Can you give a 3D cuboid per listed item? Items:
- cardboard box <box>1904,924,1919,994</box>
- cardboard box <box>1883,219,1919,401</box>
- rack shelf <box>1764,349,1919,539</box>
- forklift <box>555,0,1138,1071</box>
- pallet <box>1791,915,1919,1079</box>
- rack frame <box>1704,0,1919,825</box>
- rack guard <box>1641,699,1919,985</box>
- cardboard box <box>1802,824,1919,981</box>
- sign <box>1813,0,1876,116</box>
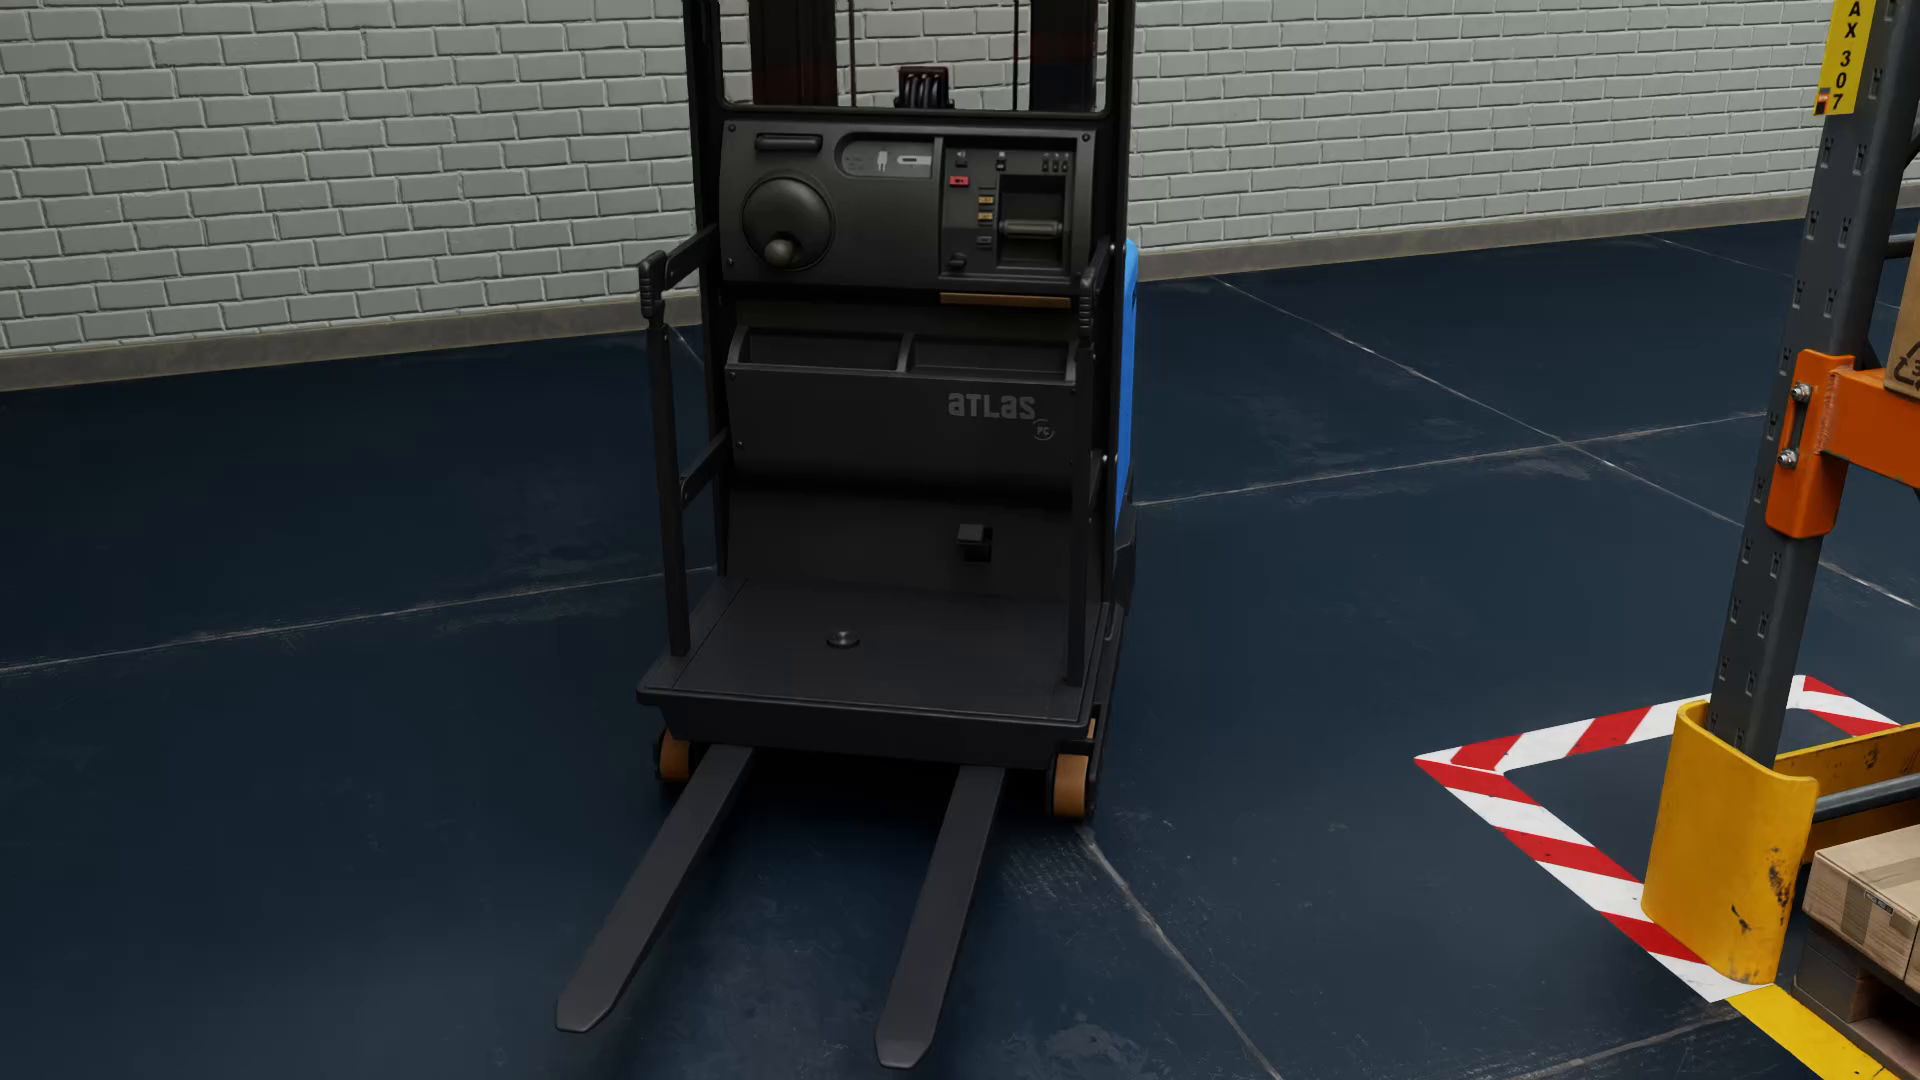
[{"bbox_3d":[2.020,0.790,3.096,0.380,0.166,0.250,-8,24,-19],"label":"cardboard box"},{"bbox_3d":[2.015,-0.452,2.832,0.500,0.500,0.500,-8,24,-18],"label":"cardboard box"},{"bbox_3d":[2.811,0.455,1.735,1.077,0.370,4.000,-8,24,-19],"label":"rack shelf"},{"bbox_3d":[-0.168,-0.808,3.894,1.130,2.935,3.031,4,23,9],"label":"forklift"},{"bbox_3d":[2.414,0.999,3.109,1.003,0.211,1.213,-8,24,-19],"label":"pallet"},{"bbox_3d":[2.105,-0.603,3.319,1.000,3.000,0.127,-8,24,-19],"label":"rack frame"},{"bbox_3d":[2.132,0.576,3.739,1.175,0.500,0.348,-8,24,-19],"label":"rack guard"},{"bbox_3d":[1.931,0.707,3.315,0.380,0.149,0.250,-8,24,-19],"label":"cardboard box"},{"bbox_3d":[1.597,-0.928,2.975,0.100,0.325,0.005,-8,24,-19],"label":"sign"}]
